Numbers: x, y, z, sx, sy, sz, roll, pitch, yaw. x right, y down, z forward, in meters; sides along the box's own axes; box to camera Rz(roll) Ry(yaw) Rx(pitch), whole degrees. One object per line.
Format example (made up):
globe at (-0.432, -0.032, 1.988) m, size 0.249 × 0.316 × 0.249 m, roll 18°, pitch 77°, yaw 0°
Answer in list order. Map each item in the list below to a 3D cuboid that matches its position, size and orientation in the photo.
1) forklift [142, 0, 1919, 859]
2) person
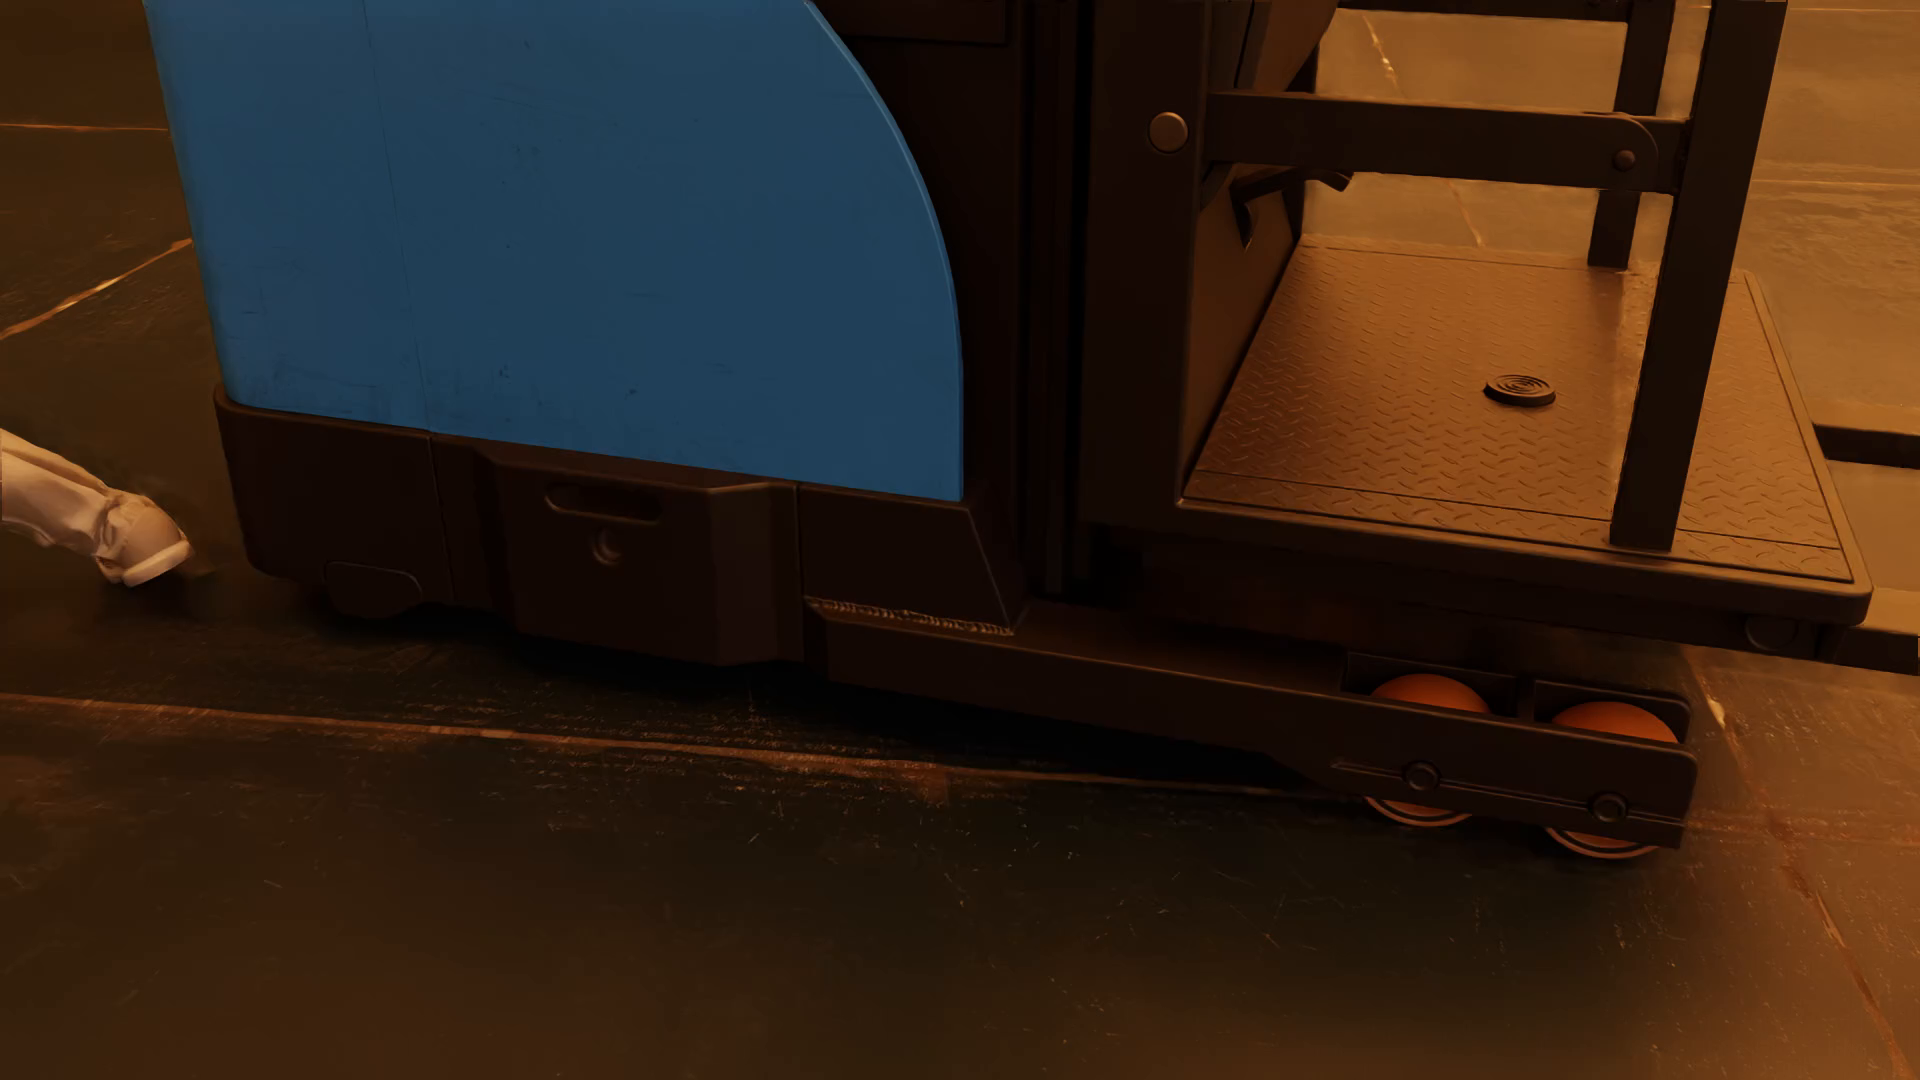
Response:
forklift at (0.584, -1.232, 1.686) m, size 3.031 × 2.935 × 1.130 m, roll 8°, pitch 28°, yaw 15°
person at (-1.595, -0.549, 2.001) m, size 0.976 × 1.459 × 0.885 m, roll 20°, pitch 33°, yaw 35°
